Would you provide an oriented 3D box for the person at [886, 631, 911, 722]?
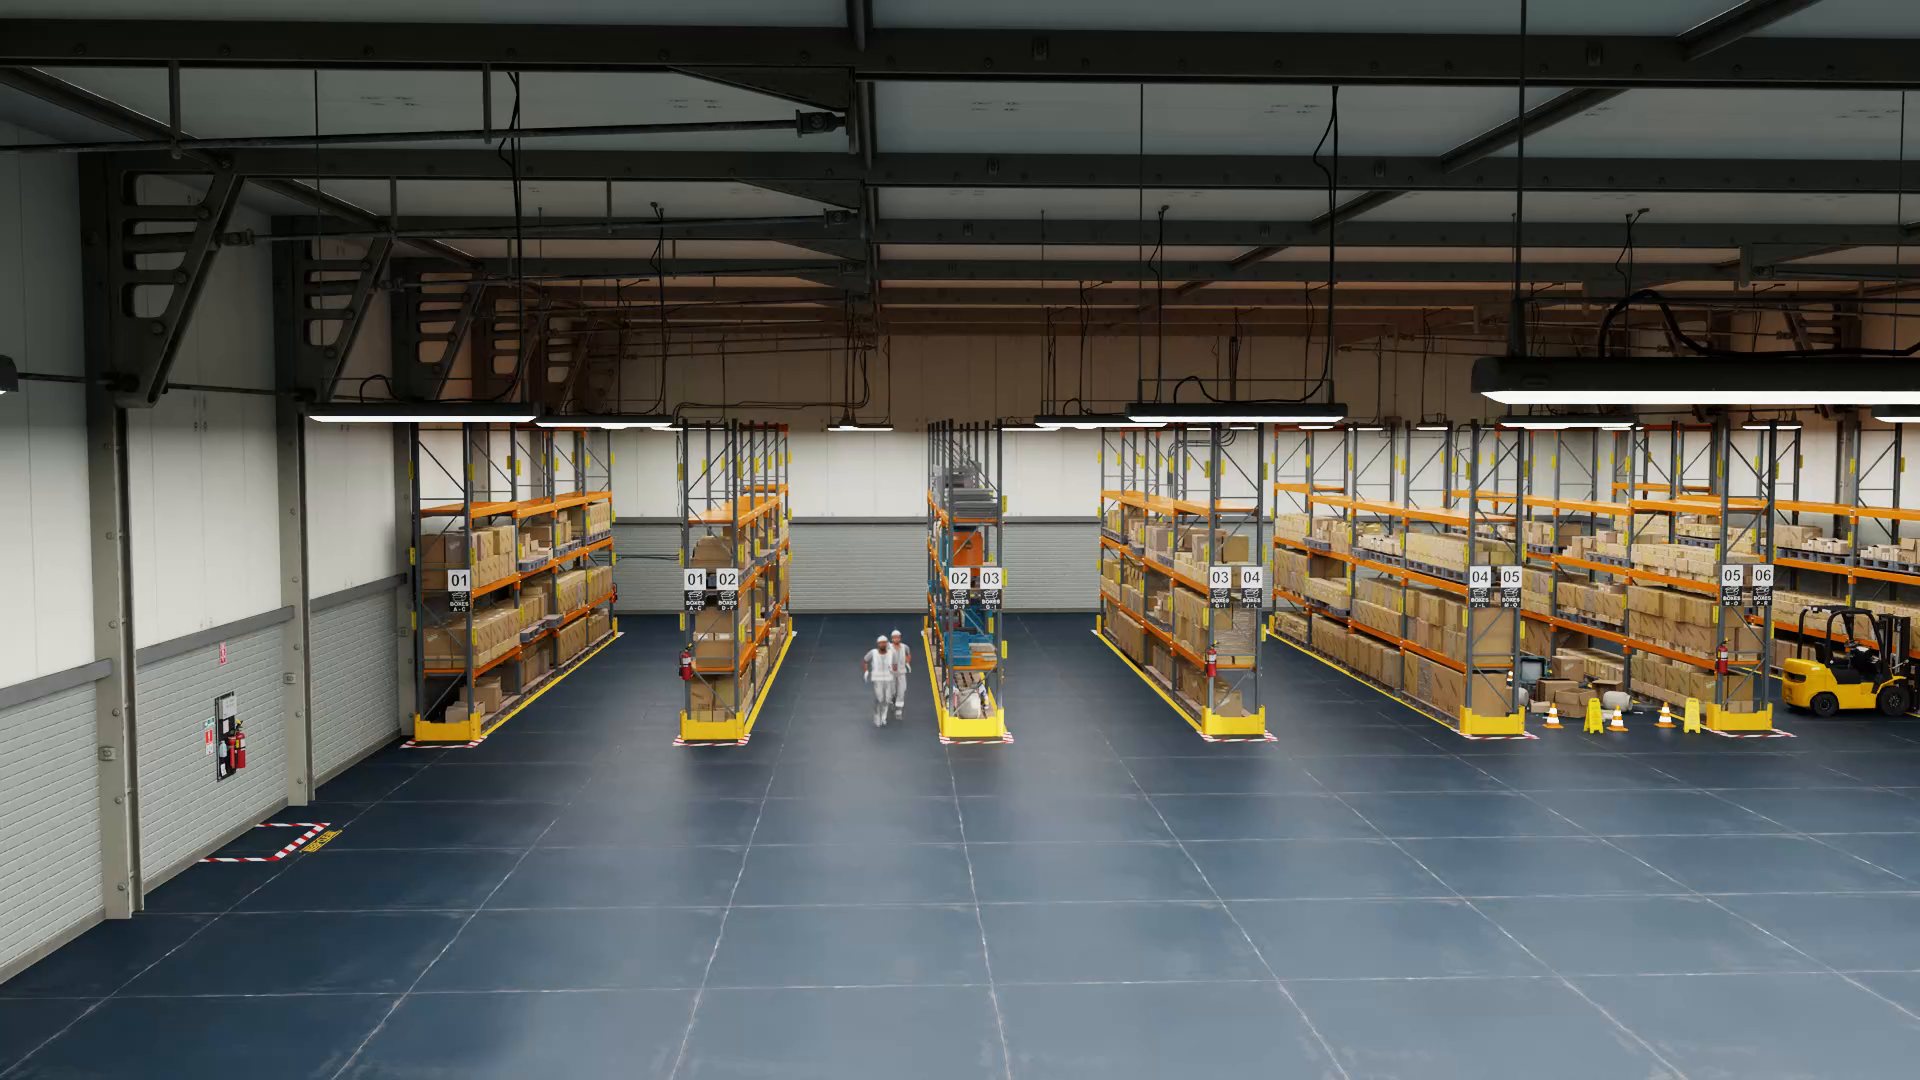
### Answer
[{"bbox_3d":[-1.285,2.700,33.392,0.652,1.784,0.937,-1,4,-10],"label":"person"}]

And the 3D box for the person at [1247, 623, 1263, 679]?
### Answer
[{"bbox_3d":[6.807,2.344,39.099,0.676,1.765,0.785,0,4,-3],"label":"person"}]

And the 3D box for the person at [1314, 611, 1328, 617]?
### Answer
[{"bbox_3d":[10.488,1.791,48.495,0.503,1.588,0.638,4,5,44],"label":"person"}]

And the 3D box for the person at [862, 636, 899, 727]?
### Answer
[{"bbox_3d":[-1.514,2.755,32.432,0.662,1.768,0.683,-1,4,-18],"label":"person"}]
